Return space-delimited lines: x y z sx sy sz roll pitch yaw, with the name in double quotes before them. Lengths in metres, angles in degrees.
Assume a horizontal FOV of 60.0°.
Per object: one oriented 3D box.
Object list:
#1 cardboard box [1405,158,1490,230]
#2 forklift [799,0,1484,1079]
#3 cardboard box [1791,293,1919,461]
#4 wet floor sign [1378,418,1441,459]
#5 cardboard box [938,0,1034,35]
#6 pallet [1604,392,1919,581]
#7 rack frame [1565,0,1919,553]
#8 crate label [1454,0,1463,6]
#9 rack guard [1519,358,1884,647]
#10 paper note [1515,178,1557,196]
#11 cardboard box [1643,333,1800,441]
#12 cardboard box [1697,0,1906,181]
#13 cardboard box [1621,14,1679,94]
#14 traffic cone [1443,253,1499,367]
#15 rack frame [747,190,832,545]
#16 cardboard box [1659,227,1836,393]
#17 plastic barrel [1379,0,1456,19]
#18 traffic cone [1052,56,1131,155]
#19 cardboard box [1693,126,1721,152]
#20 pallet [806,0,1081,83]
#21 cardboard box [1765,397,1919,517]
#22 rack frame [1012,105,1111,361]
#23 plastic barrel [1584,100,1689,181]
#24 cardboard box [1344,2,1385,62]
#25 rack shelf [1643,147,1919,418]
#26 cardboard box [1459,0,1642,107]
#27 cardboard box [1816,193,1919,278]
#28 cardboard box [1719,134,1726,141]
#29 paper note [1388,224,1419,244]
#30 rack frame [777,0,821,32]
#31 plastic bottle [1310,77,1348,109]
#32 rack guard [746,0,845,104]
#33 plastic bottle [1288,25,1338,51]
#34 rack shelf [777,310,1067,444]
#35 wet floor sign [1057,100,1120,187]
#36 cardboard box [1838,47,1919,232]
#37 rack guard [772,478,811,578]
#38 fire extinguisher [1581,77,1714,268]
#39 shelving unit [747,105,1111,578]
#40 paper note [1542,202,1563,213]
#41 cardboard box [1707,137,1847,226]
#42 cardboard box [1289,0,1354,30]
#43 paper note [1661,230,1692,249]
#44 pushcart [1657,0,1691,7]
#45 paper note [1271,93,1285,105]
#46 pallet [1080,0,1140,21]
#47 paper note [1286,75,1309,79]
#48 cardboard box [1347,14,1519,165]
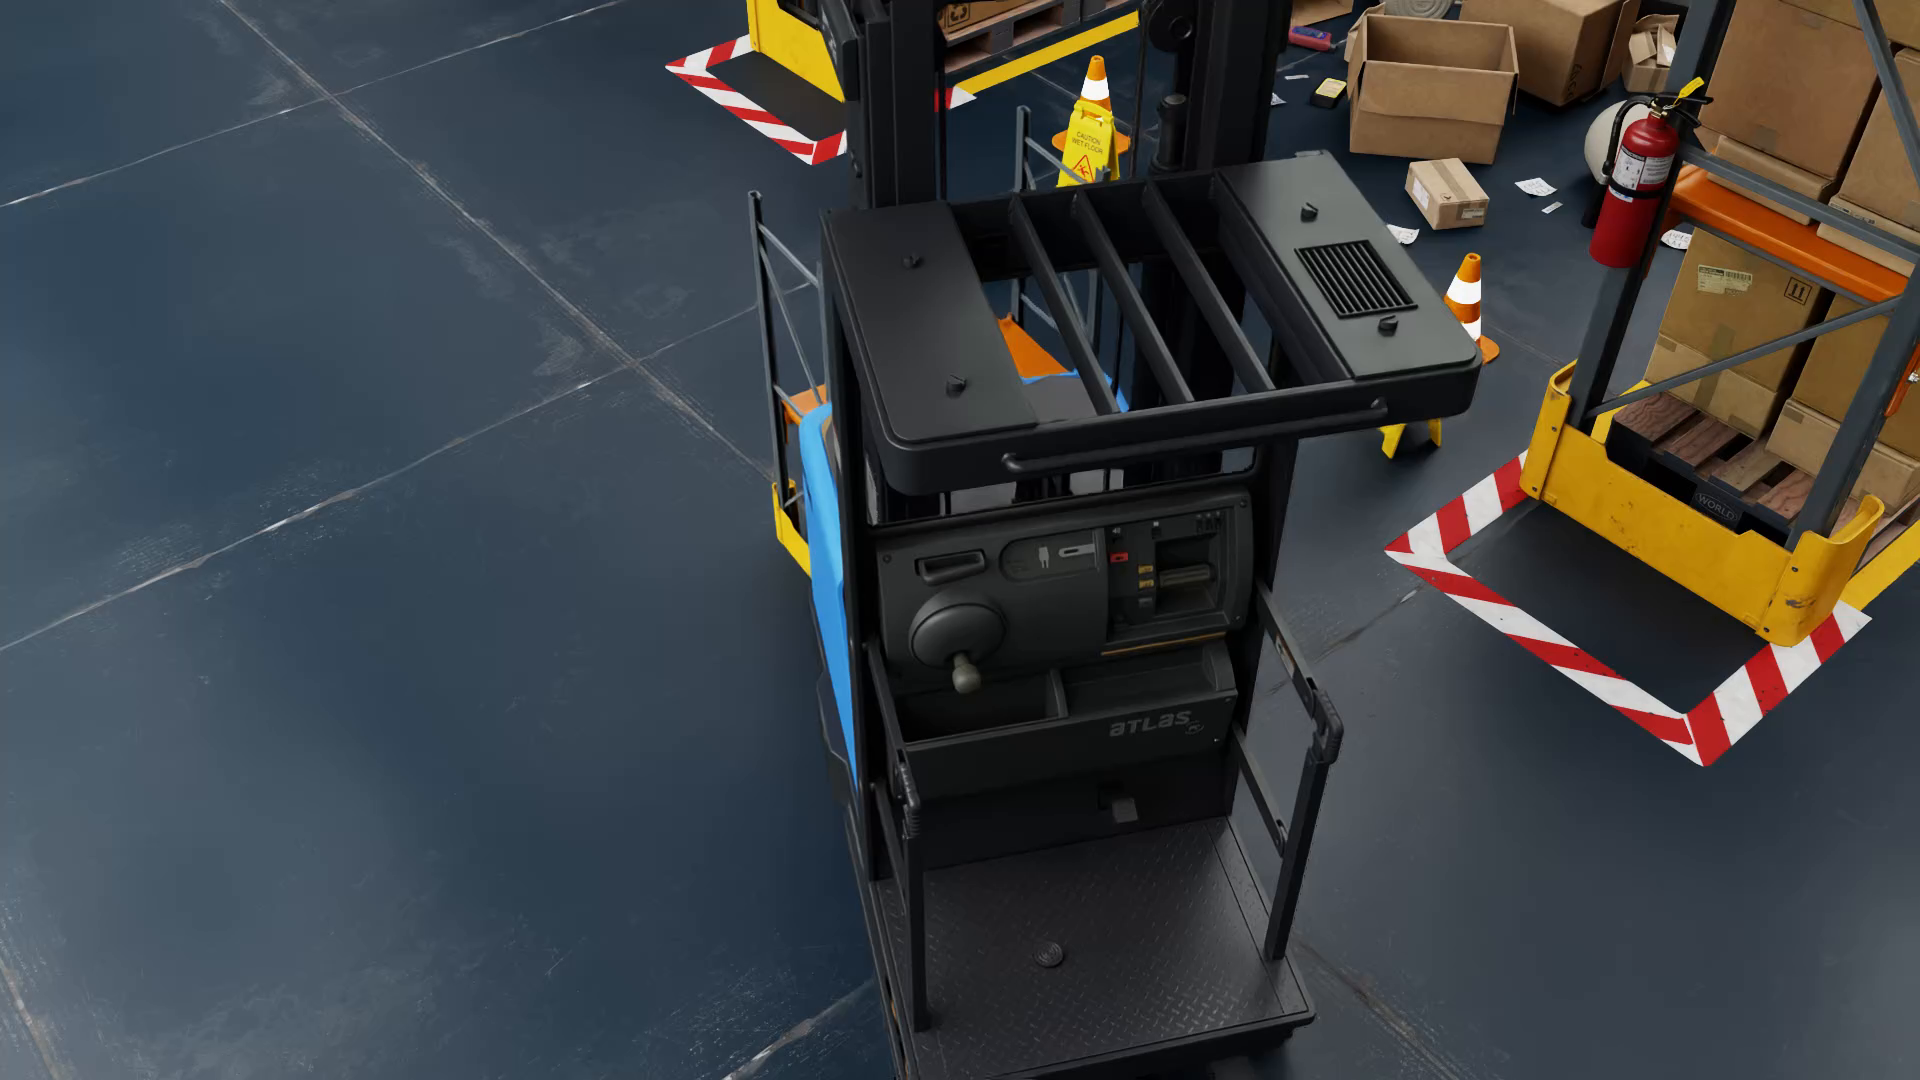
"cardboard box" 2.309 -1.644 7.892 0.250 0.149 0.380 -7 44 -7
"forklift" 0.313 0.212 3.883 1.130 2.935 3.031 -9 44 -9
"cardboard box" 3.414 -0.691 5.949 0.500 0.500 0.500 -32 52 -29
"wet floor sign" 1.768 -0.667 6.489 0.232 0.644 0.267 -14 45 -14
"cardboard box" -0.176 -3.313 8.832 0.875 0.875 0.875 -29 51 -28
"pallet" 3.304 -0.402 6.524 1.213 0.211 1.003 -30 51 -28
"rack frame" 2.600 -1.047 5.174 0.127 3.000 1.000 -30 51 -28
"crate label" 2.930 -3.180 9.536 0.298 0.136 0.250 7 44 7
"rack guard" 2.658 -0.169 6.065 0.348 0.500 1.175 -30 51 -28
"paper note" 2.796 -1.715 8.063 0.142 0.019 0.148 -14 45 -14
"cardboard box" 3.066 -0.705 6.511 0.500 0.250 0.500 -30 51 -28
"cardboard box" 2.839 -1.575 5.446 0.500 0.500 0.500 -31 51 -29
"cardboard box" 3.666 -2.577 8.800 0.258 0.266 0.396 7 44 7
"traffic cone" 2.102 -0.989 6.965 0.334 0.463 0.336 -30 51 -28
"rack frame" -0.523 -0.405 5.585 0.032 1.500 0.500 -23 48 -23
"cardboard box" 3.047 -0.960 6.235 0.500 0.500 0.500 -29 51 -28
"plastic barrel" 2.529 -3.116 9.259 0.421 0.421 0.512 0 43 0
"traffic cone" 0.665 -2.165 8.217 0.334 0.463 0.336 -30 51 -28
"cardboard box" 3.973 -2.138 8.159 0.500 0.500 0.500 0 43 0
"pallet" -0.090 -2.978 9.267 1.213 0.211 1.003 -30 51 -28
"cardboard box" 3.396 -0.407 6.194 0.500 0.250 0.500 -30 51 -28
"rack frame" 0.338 -0.775 5.980 0.032 1.500 0.500 -23 48 -23
"plastic barrel" 3.213 -1.810 7.868 0.421 0.421 0.512 0 43 0
"cardboard box" 2.278 -2.640 8.867 0.258 0.266 0.396 -21 47 -21
"rack shelf" 4.134 -1.663 6.355 4.000 0.370 1.077 -30 51 -28
"cardboard box" 3.035 -2.703 8.661 0.503 0.637 0.797 -30 51 -28
"cardboard box" 2.993 -0.996 5.303 0.250 0.149 0.380 -30 51 -28
"cardboard box" 2.873 -1.402 5.735 0.250 0.149 0.380 -30 51 -28
"paper note" 2.048 -1.425 7.745 0.148 0.019 0.142 22 47 21
"rack frame" -0.654 -3.602 7.894 0.127 3.000 1.000 -30 51 -28
"plastic bottle" 1.948 -2.359 8.717 0.133 0.061 0.283 22 47 21
"rack guard" -0.672 -2.680 8.739 0.348 0.500 1.175 -30 51 -28
"plastic bottle" 1.947 -2.750 9.133 0.283 0.061 0.133 22 47 21
"rack shelf" -0.093 -0.459 5.906 1.000 0.185 0.538 -23 48 -23
"wet floor sign" 0.595 -1.691 7.580 0.267 0.644 0.232 30 51 28
"cardboard box" 3.141 -1.254 5.104 0.500 0.500 0.500 -31 51 -28
"rack guard" -0.506 0.044 6.021 0.087 0.250 0.587 -23 48 -23
"fire extinguisher" 2.216 -1.211 5.404 0.183 0.674 0.296 -30 51 -28
"shelving unit" -0.085 -0.593 5.786 1.083 1.500 0.587 -23 48 -23
"paper note" 2.826 -1.586 7.932 0.123 0.001 0.032 -30 51 -28
"cardboard box" 2.749 -1.232 5.554 0.250 0.149 0.380 -28 50 -27
"cardboard box" 1.882 -3.228 9.320 0.500 0.500 0.500 -21 47 -21
"paper note" 3.337 -1.400 7.718 0.142 0.019 0.148 22 47 21
"pushcart" 4.167 -3.023 9.194 1.648 0.377 0.936 22 47 21
"paper note" 1.607 -2.298 8.676 0.142 0.017 0.144 -14 45 -14
"pallet" 0.845 -3.511 9.834 1.213 0.211 1.003 -30 51 -28
"paper note" 1.798 -2.470 8.873 0.123 0.001 0.032 -7 44 -7
"cardboard box" 2.323 -2.238 8.265 0.797 0.503 0.637 7 44 7
